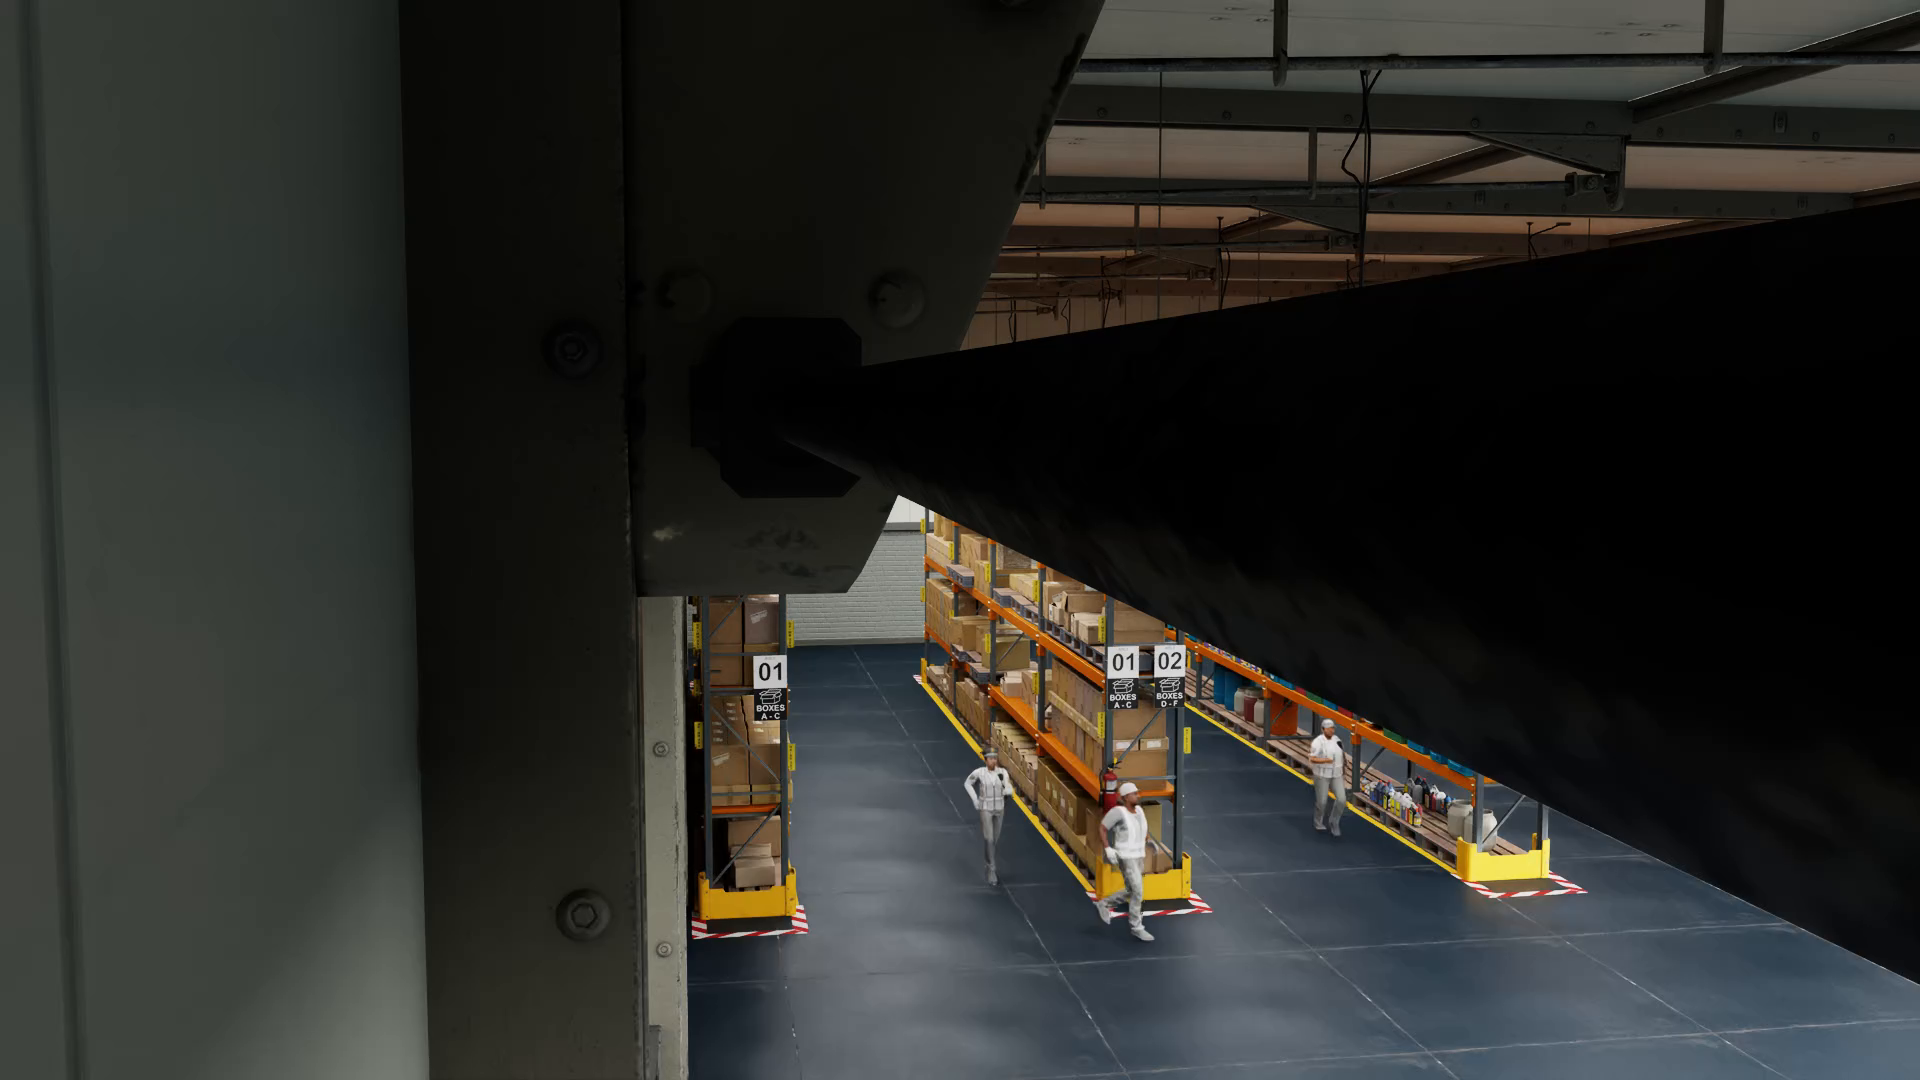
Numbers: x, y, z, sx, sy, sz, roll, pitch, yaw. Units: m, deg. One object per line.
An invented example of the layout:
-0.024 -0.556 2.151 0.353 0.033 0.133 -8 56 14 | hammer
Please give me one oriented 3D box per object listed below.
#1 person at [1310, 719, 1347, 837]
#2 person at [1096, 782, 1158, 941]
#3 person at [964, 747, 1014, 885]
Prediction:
5.296 3.418 23.841 0.583 1.701 0.660 -1 5 -10 | person
2.000 3.741 19.543 0.829 1.763 0.735 4 6 38 | person
0.403 3.563 21.768 0.598 1.745 0.733 -2 5 -18 | person
